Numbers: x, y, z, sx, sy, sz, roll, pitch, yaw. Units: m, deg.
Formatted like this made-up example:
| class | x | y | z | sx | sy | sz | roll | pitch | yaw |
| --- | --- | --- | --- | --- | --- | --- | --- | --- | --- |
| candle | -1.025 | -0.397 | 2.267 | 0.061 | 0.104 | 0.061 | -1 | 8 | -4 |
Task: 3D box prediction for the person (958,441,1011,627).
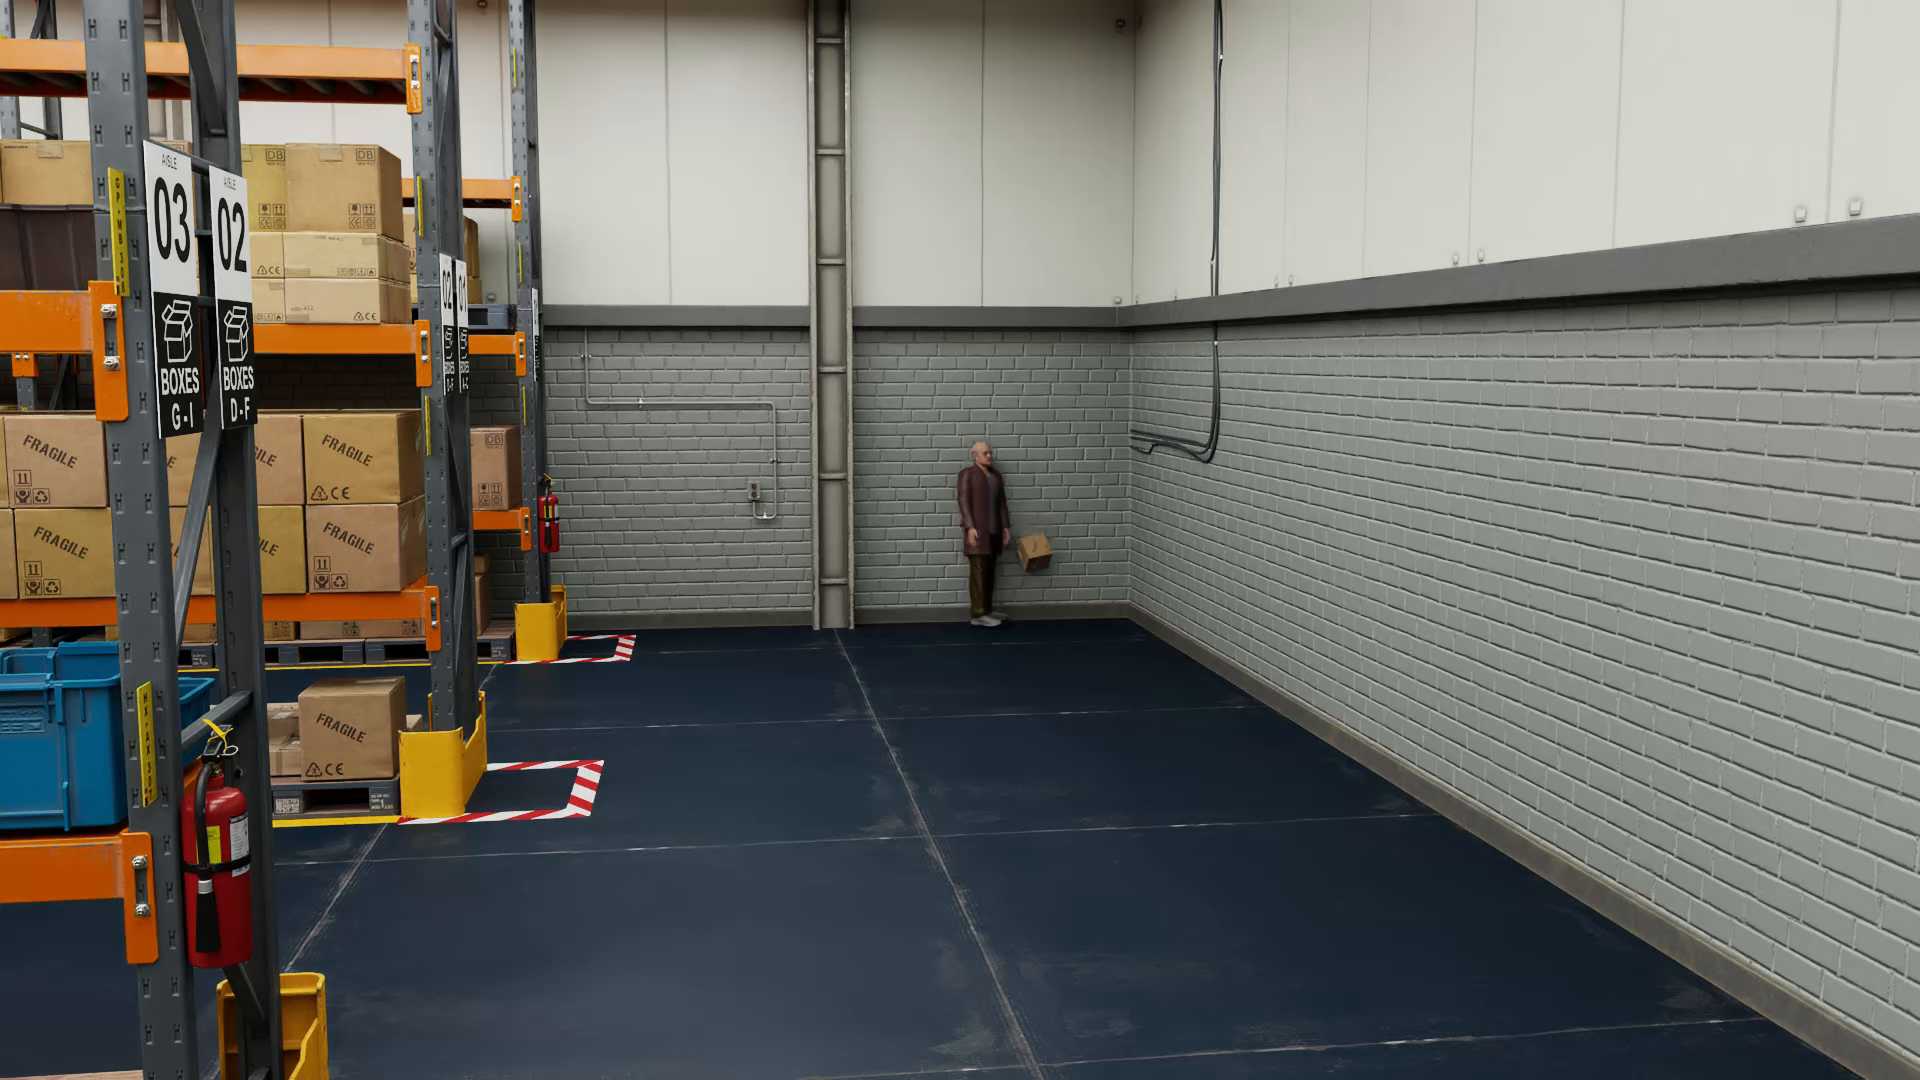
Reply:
| class | x | y | z | sx | sy | sz | roll | pitch | yaw |
| --- | --- | --- | --- | --- | --- | --- | --- | --- | --- |
| person | 0.292 | -0.066 | 16.203 | 0.605 | 1.780 | 0.644 | 6 | 9 | 43 |
